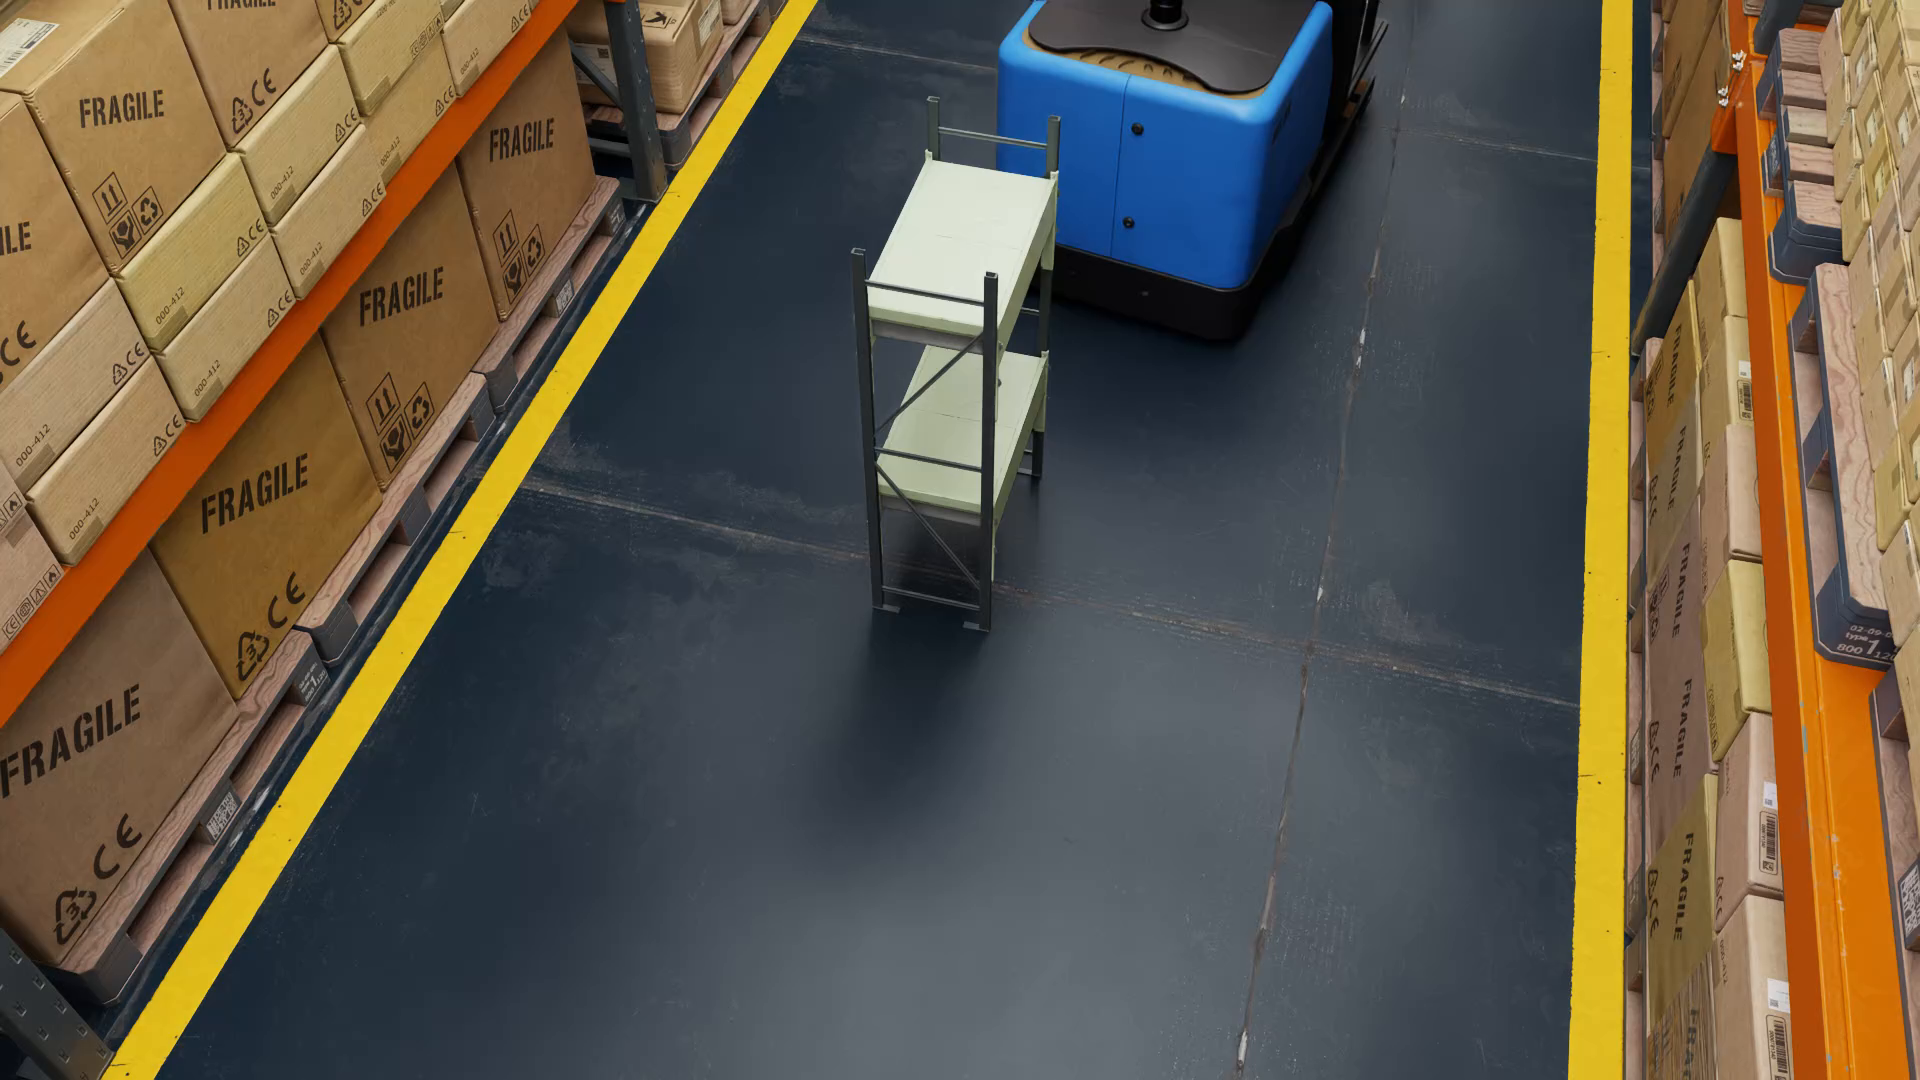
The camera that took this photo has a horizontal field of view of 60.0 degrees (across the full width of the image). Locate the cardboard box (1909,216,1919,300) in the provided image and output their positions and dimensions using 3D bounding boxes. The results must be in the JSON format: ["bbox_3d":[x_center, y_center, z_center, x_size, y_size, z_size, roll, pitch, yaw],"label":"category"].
[{"bbox_3d":[2.413,-0.644,3.808,0.380,0.149,0.250,13,50,11],"label":"cardboard box"}]

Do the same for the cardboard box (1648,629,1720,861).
[{"bbox_3d":[2.239,0.617,4.592,0.500,0.500,0.500,11,49,9],"label":"cardboard box"}]

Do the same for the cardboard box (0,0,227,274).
[{"bbox_3d":[-2.155,-1.010,3.907,0.500,0.500,0.500,10,49,9],"label":"cardboard box"}]

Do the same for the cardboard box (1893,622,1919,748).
[{"bbox_3d":[2.128,0.324,3.351,0.380,0.149,0.250,9,49,8],"label":"cardboard box"}]

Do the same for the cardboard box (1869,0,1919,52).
[{"bbox_3d":[2.689,-1.400,4.475,0.380,0.149,0.250,10,49,9],"label":"cardboard box"}]

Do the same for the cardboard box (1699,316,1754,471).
[{"bbox_3d":[2.517,-0.380,4.972,0.500,0.250,0.500,11,49,10],"label":"cardboard box"}]

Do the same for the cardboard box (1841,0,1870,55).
[{"bbox_3d":[2.745,-1.482,4.747,0.380,0.149,0.250,14,50,12],"label":"cardboard box"}]

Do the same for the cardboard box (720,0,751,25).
[{"bbox_3d":[-1.392,-2.753,7.652,0.950,0.372,0.625,11,49,9],"label":"cardboard box"}]

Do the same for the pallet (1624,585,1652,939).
[{"bbox_3d":[2.535,0.729,4.965,1.003,0.211,1.213,12,50,10],"label":"pallet"}]

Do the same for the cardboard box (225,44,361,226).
[{"bbox_3d":[-2.002,-1.135,4.518,0.500,0.250,0.500,10,49,9],"label":"cardboard box"}]

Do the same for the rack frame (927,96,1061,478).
[{"bbox_3d":[0.098,-0.766,5.426,0.400,1.500,0.023,12,50,10],"label":"rack frame"}]

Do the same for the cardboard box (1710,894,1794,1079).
[{"bbox_3d":[1.965,1.107,3.659,0.500,0.250,0.500,10,49,9],"label":"cardboard box"}]

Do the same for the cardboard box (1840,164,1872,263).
[{"bbox_3d":[2.542,-0.825,4.365,0.380,0.149,0.250,14,50,12],"label":"cardboard box"}]

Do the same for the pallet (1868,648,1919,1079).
[{"bbox_3d":[2.354,0.795,3.176,1.003,0.211,1.213,12,50,10],"label":"pallet"}]

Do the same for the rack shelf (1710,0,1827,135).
[{"bbox_3d":[3.592,-2.846,6.741,1.077,0.370,4.000,12,50,10],"label":"rack shelf"}]

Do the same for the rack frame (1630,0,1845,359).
[{"bbox_3d":[3.066,-1.638,5.195,1.000,3.000,0.127,12,50,10],"label":"rack frame"}]

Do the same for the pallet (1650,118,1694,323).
[{"bbox_3d":[3.346,-1.271,6.731,1.003,0.211,1.213,12,50,10],"label":"pallet"}]

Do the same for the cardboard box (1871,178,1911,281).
[{"bbox_3d":[2.476,-0.729,4.082,0.380,0.149,0.250,12,50,10],"label":"cardboard box"}]

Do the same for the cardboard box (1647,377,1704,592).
[{"bbox_3d":[2.504,-0.124,5.246,0.500,0.500,0.500,12,50,10],"label":"cardboard box"}]

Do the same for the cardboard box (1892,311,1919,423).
[{"bbox_3d":[2.340,-0.354,3.751,0.380,0.149,0.250,13,50,11],"label":"cardboard box"}]

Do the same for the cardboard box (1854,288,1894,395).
[{"bbox_3d":[2.406,-0.450,4.034,0.380,0.149,0.250,12,50,11],"label":"cardboard box"}]

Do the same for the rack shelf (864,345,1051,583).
[{"bbox_3d":[0.002,-0.285,5.436,0.431,0.370,0.720,12,50,10],"label":"rack shelf"}]

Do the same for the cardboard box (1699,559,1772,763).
[{"bbox_3d":[2.238,0.353,4.325,0.500,0.250,0.500,10,49,8],"label":"cardboard box"}]

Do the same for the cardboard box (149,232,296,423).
[{"bbox_3d":[-2.134,-0.607,4.385,0.500,0.250,0.500,11,50,10],"label":"cardboard box"}]

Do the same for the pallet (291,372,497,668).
[{"bbox_3d":[-2.340,-0.184,5.771,1.003,0.211,1.213,12,50,10],"label":"pallet"}]

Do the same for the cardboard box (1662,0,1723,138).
[{"bbox_3d":[3.539,-2.088,6.813,1.050,0.750,0.750,12,50,11],"label":"cardboard box"}]

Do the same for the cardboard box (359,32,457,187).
[{"bbox_3d":[-1.887,-1.341,5.033,0.500,0.250,0.500,11,50,10],"label":"cardboard box"}]

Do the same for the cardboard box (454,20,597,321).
[{"bbox_3d":[-1.999,-1.494,6.205,0.875,0.875,0.875,11,50,10],"label":"cardboard box"}]

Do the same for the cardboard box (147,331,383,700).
[{"bbox_3d":[-2.473,-0.203,5.066,0.875,0.875,0.875,13,50,11],"label":"cardboard box"}]

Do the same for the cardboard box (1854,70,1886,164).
[{"bbox_3d":[2.608,-1.092,4.402,0.380,0.149,0.250,10,49,9],"label":"cardboard box"}]

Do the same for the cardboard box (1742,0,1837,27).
[{"bbox_3d":[2.925,-2.050,5.492,0.500,0.500,0.500,12,50,10],"label":"cardboard box"}]

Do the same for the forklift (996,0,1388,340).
[{"bbox_3d":[1.190,-2.853,6.313,1.130,2.935,3.031,19,51,16],"label":"forklift"}]

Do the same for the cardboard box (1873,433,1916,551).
[{"bbox_3d":[2.266,-0.070,3.698,0.380,0.149,0.250,14,50,12],"label":"cardboard box"}]

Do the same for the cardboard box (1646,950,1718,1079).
[{"bbox_3d":[1.964,1.359,3.937,0.500,0.500,0.500,11,49,9],"label":"cardboard box"}]

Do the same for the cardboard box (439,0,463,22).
[{"bbox_3d":[-1.750,-1.885,5.180,0.500,0.250,0.500,10,49,9],"label":"cardboard box"}]

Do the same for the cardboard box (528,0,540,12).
[{"bbox_3d":[-1.619,-2.075,5.681,0.500,0.250,0.500,10,49,9],"label":"cardboard box"}]

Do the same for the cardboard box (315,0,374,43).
[{"bbox_3d":[-1.885,-1.749,4.560,0.500,0.500,0.500,12,50,10],"label":"cardboard box"}]

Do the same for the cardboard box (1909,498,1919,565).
[{"bbox_3d":[2.201,0.018,3.422,0.380,0.149,0.250,9,49,8],"label":"cardboard box"}]

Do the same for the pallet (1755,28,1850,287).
[{"bbox_3d":[2.981,-1.038,4.793,1.213,0.211,1.003,12,50,10],"label":"pallet"}]

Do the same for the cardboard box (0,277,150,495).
[{"bbox_3d":[-2.291,-0.409,3.877,0.500,0.250,0.500,12,50,11],"label":"cardboard box"}]

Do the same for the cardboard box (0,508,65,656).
[{"bbox_3d":[-2.419,0.135,3.730,0.500,0.250,0.500,11,49,9],"label":"cardboard box"}]

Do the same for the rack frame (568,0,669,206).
[{"bbox_3d":[-1.737,-2.542,5.993,1.000,3.000,0.127,12,50,10],"label":"rack frame"}]

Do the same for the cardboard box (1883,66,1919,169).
[{"bbox_3d":[2.550,-1.032,4.151,0.380,0.149,0.250,10,49,8],"label":"cardboard box"}]

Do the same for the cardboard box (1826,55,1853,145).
[{"bbox_3d":[2.682,-1.216,4.710,0.380,0.149,0.250,14,50,12],"label":"cardboard box"}]

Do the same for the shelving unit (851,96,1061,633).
[{"bbox_3d":[0.002,-0.501,5.192,0.431,1.500,0.755,12,50,10],"label":"shelving unit"}]

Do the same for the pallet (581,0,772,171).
[{"bbox_3d":[-1.529,-2.184,7.537,1.003,0.211,1.213,12,50,10],"label":"pallet"}]
